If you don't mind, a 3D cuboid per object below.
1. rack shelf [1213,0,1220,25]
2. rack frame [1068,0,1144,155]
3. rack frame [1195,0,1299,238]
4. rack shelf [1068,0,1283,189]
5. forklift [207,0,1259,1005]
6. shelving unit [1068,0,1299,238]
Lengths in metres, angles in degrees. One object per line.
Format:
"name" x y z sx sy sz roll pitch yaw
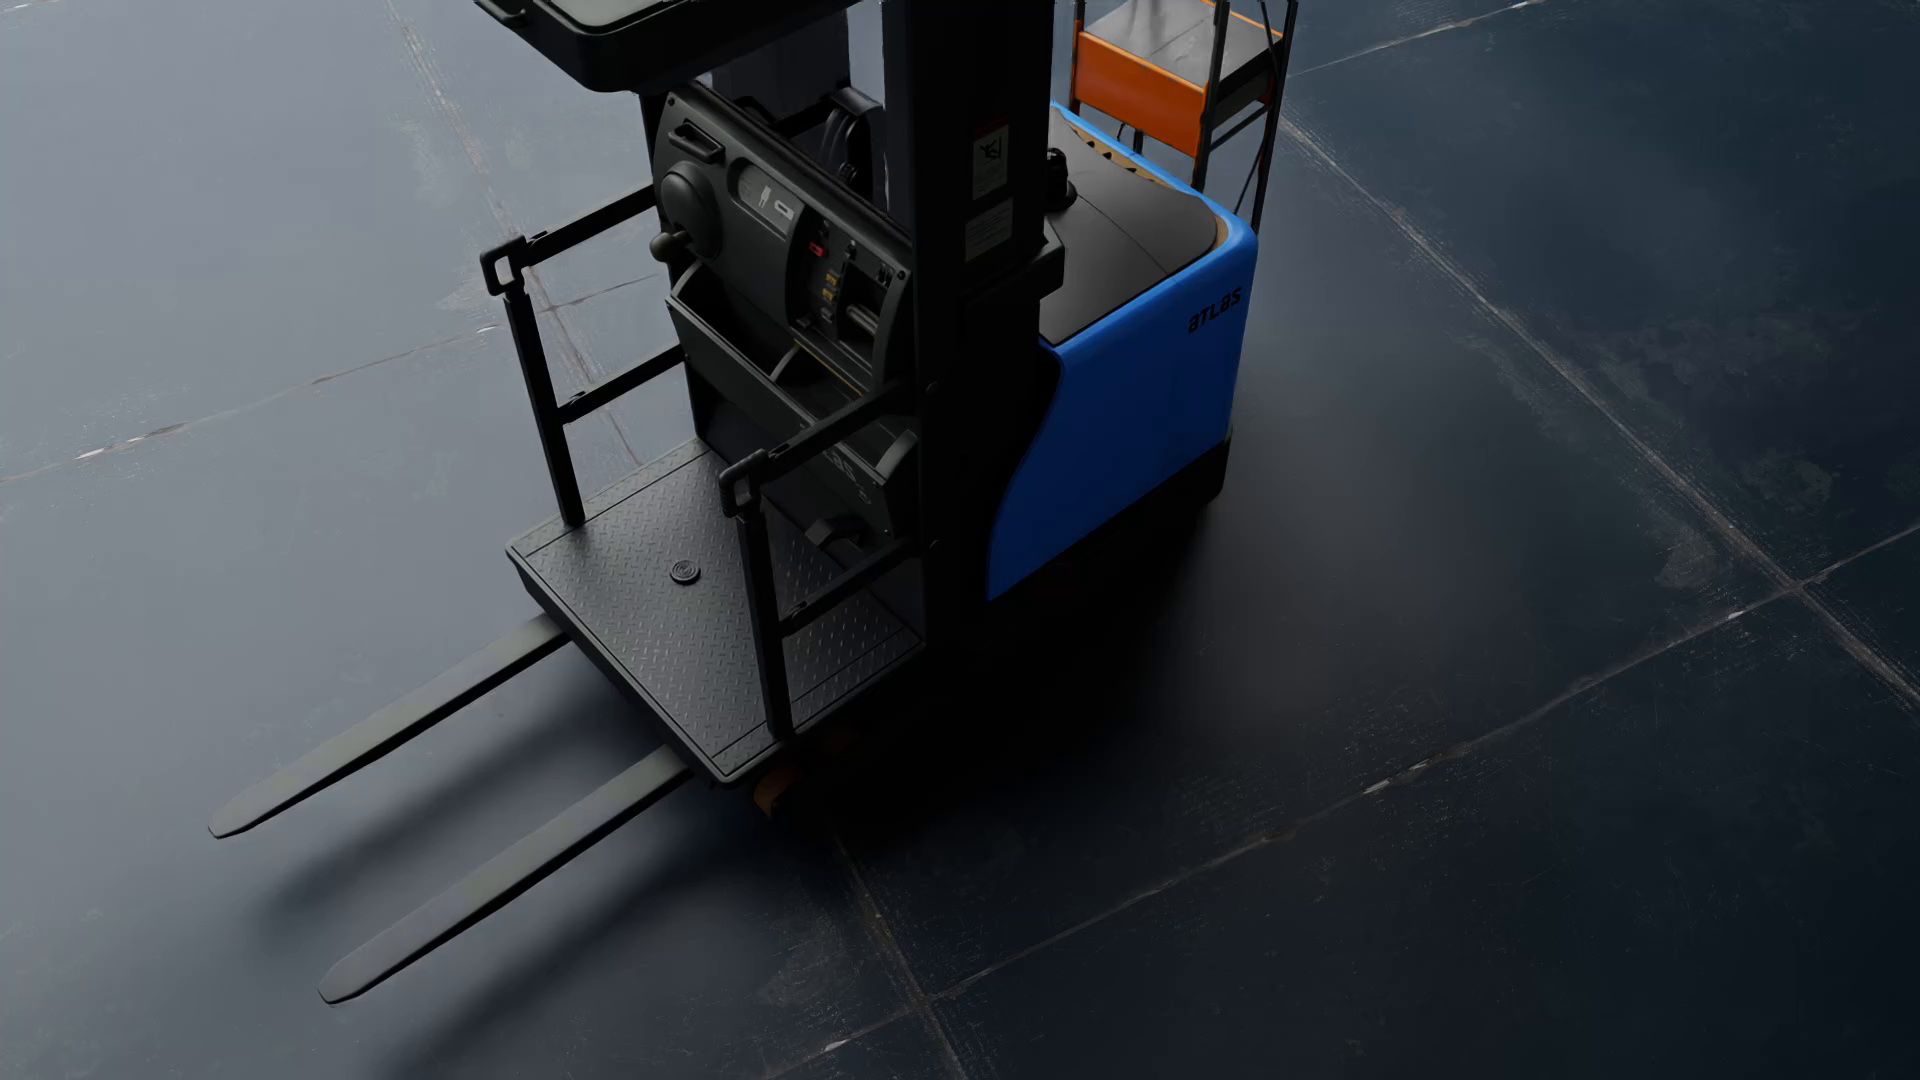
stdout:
"rack shelf" 0.654 -1.798 4.513 0.480 0.518 0.431 34 57 26
"rack frame" 0.469 -1.466 5.135 0.015 2.100 0.400 34 57 26
"rack frame" 0.830 -1.219 4.919 0.015 2.100 0.400 34 57 26
"rack shelf" 0.649 -1.334 5.037 0.480 0.518 0.431 34 57 26
"forklift" -0.597 -0.646 3.868 3.031 2.935 1.130 -34 57 -26
"shelving unit" 0.650 -1.343 5.027 0.503 2.100 0.431 34 57 26
